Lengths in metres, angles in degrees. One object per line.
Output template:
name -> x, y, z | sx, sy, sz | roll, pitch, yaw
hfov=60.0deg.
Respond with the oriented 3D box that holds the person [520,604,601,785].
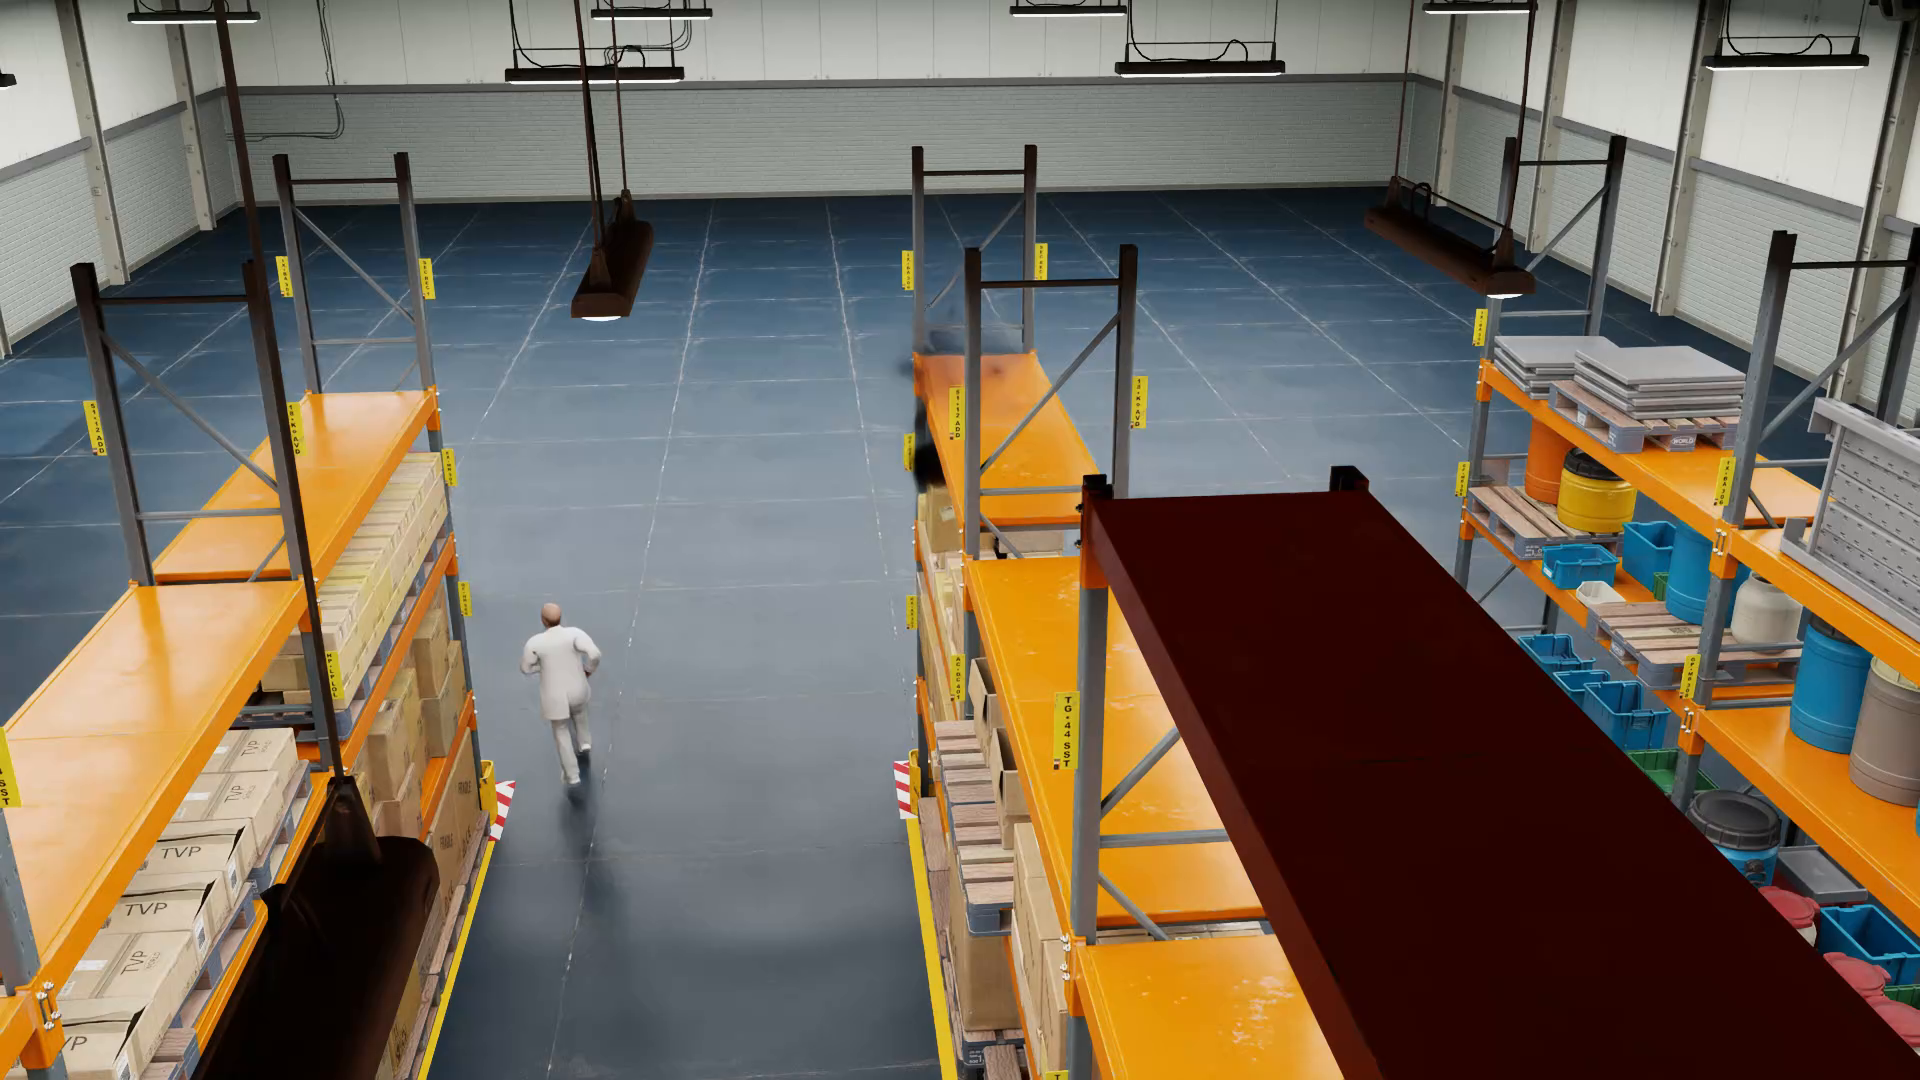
person -> -3.750, 1.427, 15.637 | 0.706, 1.806, 1.004 | -10, 24, -23
